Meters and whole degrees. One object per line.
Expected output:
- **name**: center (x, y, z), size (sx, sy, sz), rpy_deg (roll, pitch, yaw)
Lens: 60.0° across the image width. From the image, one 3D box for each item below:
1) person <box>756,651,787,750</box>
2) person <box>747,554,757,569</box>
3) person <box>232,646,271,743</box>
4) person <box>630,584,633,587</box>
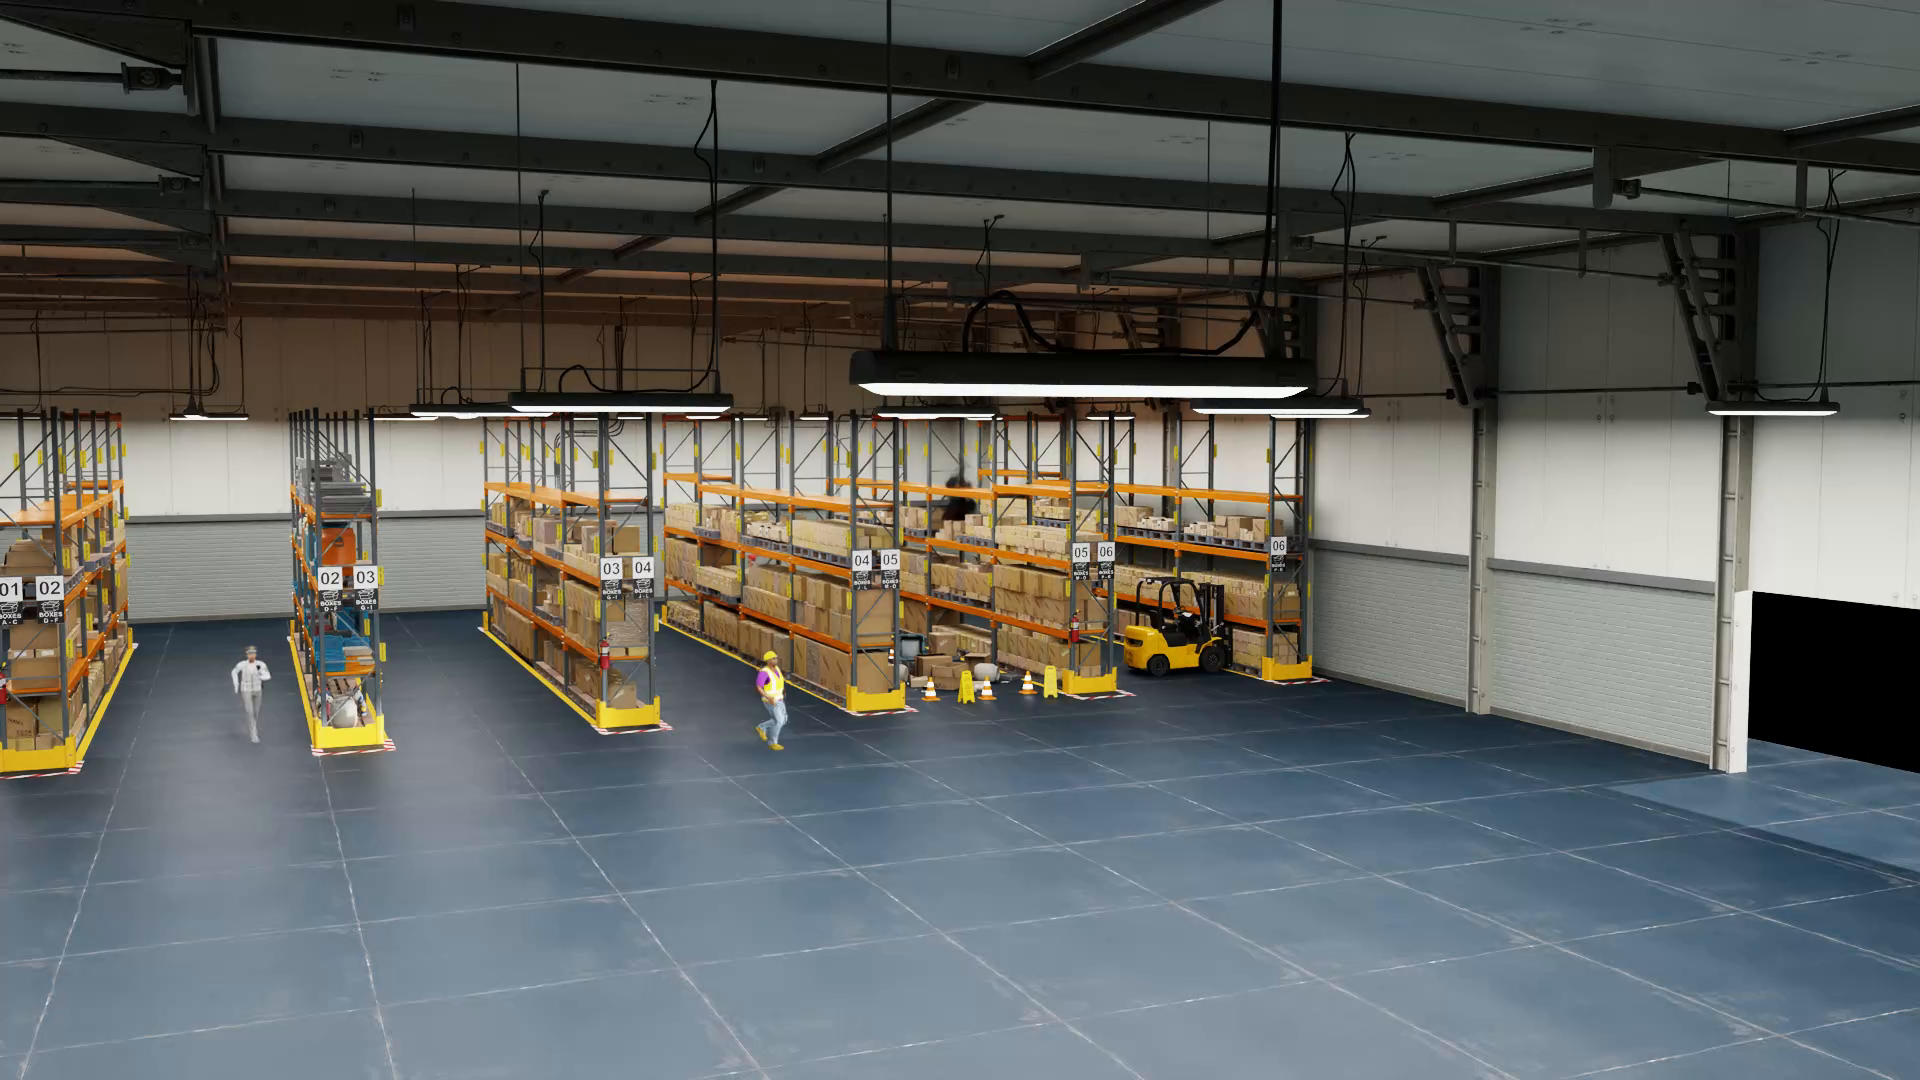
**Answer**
- **person**: center (-3.352, 2.815, 29.286), size (0.561, 1.732, 0.693), rpy_deg (2, 4, 22)
- **person**: center (-6.234, 1.321, 50.251), size (0.942, 1.787, 0.668), rpy_deg (-2, 4, -22)
- **person**: center (-12.783, 2.747, 30.037), size (0.600, 1.699, 0.885), rpy_deg (-3, 5, -34)
- **person**: center (-9.793, 1.527, 47.783), size (0.778, 1.687, 0.708), rpy_deg (3, 5, 34)
